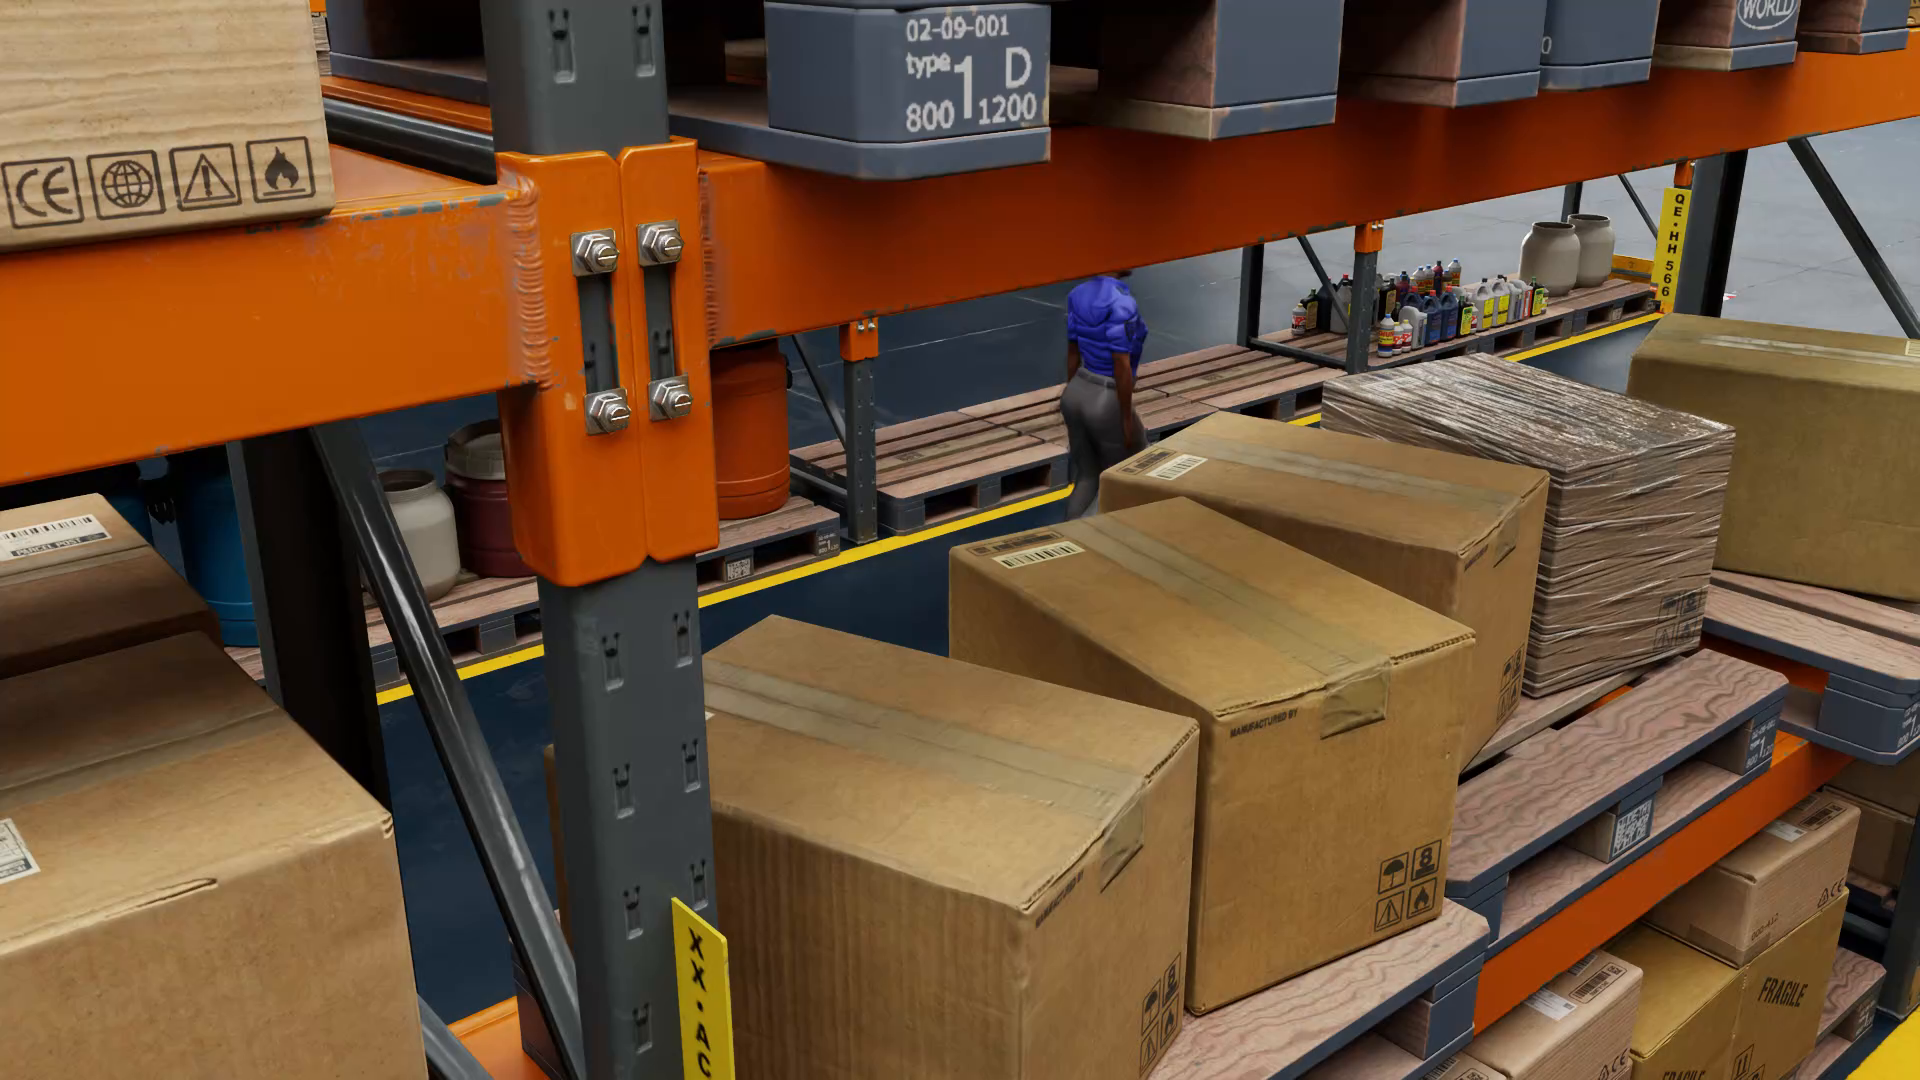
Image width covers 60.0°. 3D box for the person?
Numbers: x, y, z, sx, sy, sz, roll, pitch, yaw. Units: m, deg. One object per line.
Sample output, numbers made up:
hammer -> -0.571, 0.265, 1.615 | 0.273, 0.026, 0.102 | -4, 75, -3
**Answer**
person -> 0.599, -0.582, 7.559 | 0.488, 1.645, 0.480 | -13, 25, -31
